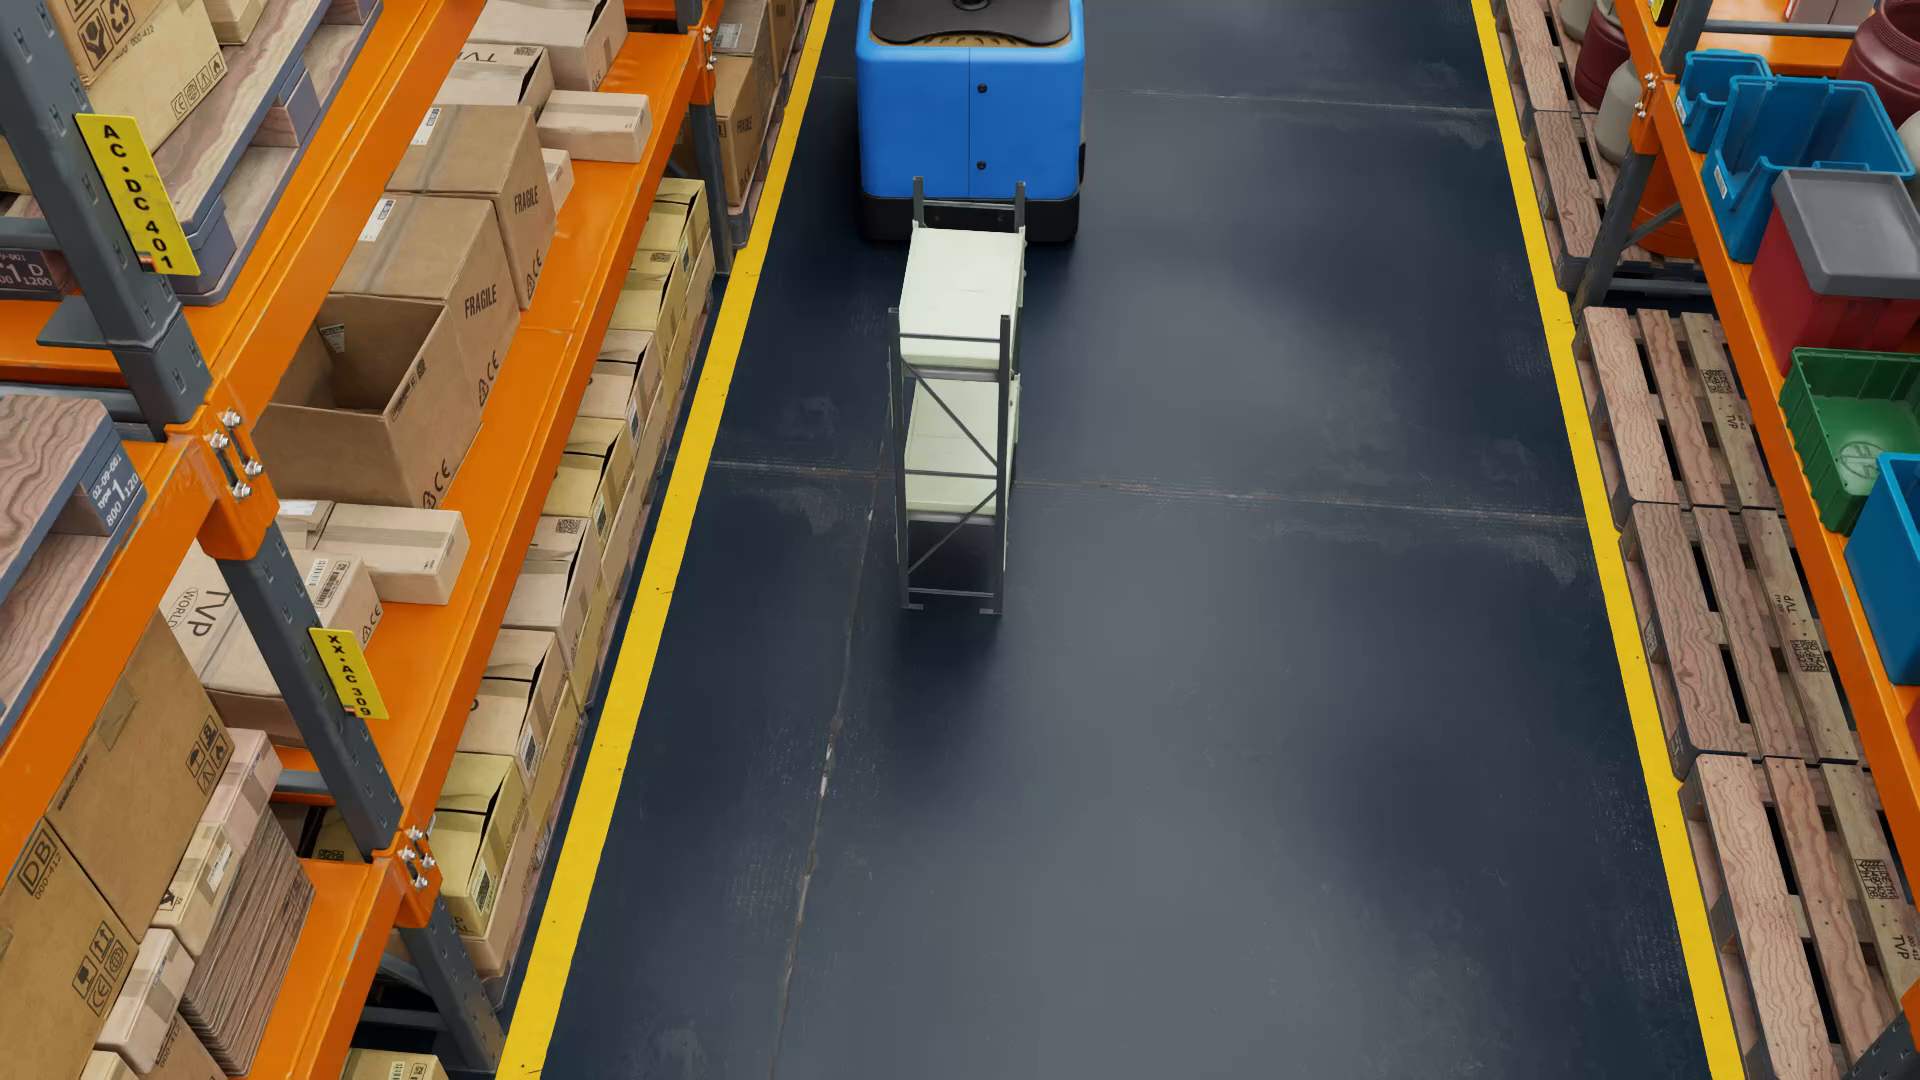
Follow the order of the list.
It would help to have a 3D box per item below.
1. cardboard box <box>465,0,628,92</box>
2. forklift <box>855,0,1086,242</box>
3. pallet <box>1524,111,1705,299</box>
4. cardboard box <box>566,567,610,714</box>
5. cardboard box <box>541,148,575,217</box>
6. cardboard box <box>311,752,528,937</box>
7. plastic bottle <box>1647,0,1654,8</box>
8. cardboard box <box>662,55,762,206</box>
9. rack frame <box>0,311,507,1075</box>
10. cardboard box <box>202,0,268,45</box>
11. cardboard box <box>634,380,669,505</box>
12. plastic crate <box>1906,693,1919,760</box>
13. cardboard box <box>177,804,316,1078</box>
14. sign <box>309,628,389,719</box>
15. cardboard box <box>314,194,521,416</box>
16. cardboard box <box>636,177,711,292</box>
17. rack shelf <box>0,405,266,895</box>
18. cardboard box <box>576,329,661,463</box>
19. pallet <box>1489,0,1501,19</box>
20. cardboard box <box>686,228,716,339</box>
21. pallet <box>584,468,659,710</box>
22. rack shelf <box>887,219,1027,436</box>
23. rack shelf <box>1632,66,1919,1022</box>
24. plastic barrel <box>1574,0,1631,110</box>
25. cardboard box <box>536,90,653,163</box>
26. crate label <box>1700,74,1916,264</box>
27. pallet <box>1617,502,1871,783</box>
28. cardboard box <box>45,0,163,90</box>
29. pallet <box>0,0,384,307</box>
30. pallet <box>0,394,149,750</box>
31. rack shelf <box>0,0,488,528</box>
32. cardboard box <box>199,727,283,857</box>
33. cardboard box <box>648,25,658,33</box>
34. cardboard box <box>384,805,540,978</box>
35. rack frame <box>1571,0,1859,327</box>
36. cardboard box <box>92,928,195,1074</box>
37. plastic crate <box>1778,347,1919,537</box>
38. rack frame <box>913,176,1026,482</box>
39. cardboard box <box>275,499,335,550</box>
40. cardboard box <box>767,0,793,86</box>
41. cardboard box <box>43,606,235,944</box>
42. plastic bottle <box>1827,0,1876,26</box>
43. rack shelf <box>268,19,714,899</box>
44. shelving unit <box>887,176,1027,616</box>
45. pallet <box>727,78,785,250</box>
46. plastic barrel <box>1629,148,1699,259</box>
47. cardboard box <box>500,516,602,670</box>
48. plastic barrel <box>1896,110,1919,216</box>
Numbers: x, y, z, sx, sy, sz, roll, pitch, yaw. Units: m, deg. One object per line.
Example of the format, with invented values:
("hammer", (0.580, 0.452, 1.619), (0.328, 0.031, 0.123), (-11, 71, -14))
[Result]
("cardboard box", (-1.665, -2.052, 6.681), (0.500, 0.311, 0.500), (7, 48, 6))
("forklift", (0.075, -3.495, 7.987), (1.130, 2.935, 3.031), (1, 48, 1))
("pallet", (3.374, -1.652, 8.144), (1.003, 0.211, 1.213), (4, 48, 4))
("cardboard box", (-1.578, 0.343, 6.008), (0.500, 0.250, 0.500), (3, 48, 2))
("cardboard box", (-1.649, -1.321, 6.122), (0.380, 0.149, 0.250), (7, 48, 6))
("cardboard box", (-1.668, 0.903, 5.116), (0.500, 0.311, 0.500), (4, 48, 4))
("plastic bottle", (2.984, -2.353, 7.030), (0.097, 0.201, 0.097), (0, 48, 0))
("cardboard box", (-1.263, -1.967, 7.938), (0.500, 0.500, 0.500), (6, 48, 5))
("rack frame", (-1.953, 0.593, 4.201), (1.000, 3.000, 0.127), (4, 48, 4))
("cardboard box", (-1.840, -1.367, 3.777), (0.500, 0.250, 0.500), (0, 48, 0))
("cardboard box", (-1.486, -0.409, 6.696), (0.500, 0.250, 0.500), (5, 48, 4))
("plastic crate", (2.718, 0.531, 4.215), (0.402, 0.464, 0.583), (4, 48, 4))
("cardboard box", (-1.988, 0.885, 3.866), (0.700, 0.500, 0.500), (3, 48, 3))
("sign", (-1.401, 0.310, 3.819), (0.100, 0.325, 0.005), (4, 48, 4))
("cardboard box", (-1.773, -0.759, 5.370), (0.500, 0.500, 0.500), (4, 48, 4))
("cardboard box", (-1.391, -1.348, 7.175), (0.500, 0.311, 0.500), (5, 48, 5))
("rack shelf", (-2.136, 1.293, 2.015), (1.077, 0.370, 4.000), (4, 48, 4))
("cardboard box", (-1.481, -0.595, 6.486), (0.500, 0.311, 0.500), (4, 48, 3))
("pallet", (3.596, -3.445, 9.784), (1.003, 0.211, 1.213), (4, 48, 4))
("cardboard box", (-1.394, -1.157, 7.380), (0.500, 0.250, 0.500), (5, 48, 4))
("pallet", (-1.816, 0.091, 6.550), (1.003, 0.211, 1.213), (4, 48, 4))
("rack shelf", (-0.001, -0.765, 5.930), (0.431, 0.370, 0.720), (4, 48, 4))
("rack shelf", (3.161, -0.298, 5.504), (1.077, 0.370, 4.000), (4, 48, 4))
("plastic barrel", (3.474, -2.529, 8.406), (0.600, 0.588, 0.708), (4, 48, 4))
("cardboard box", (-1.396, -1.582, 6.361), (0.380, 0.149, 0.250), (4, 48, 4))
("crate label", (2.984, -1.311, 5.918), (0.502, 0.435, 0.616), (4, 48, 4))
("pallet", (3.121, 0.391, 6.275), (1.003, 0.211, 1.213), (4, 48, 4))
("cardboard box", (-1.858, -1.214, 3.130), (0.500, 0.500, 0.500), (4, 48, 4))
("pallet", (-1.886, -1.004, 3.758), (0.805, 0.209, 1.217), (2, 48, 2))
("pallet", (-2.005, 0.239, 2.552), (1.003, 0.211, 1.213), (4, 48, 4))
("rack shelf", (-1.771, -1.647, 4.704), (1.077, 0.370, 4.000), (4, 48, 4))
("cardboard box", (-1.765, 0.554, 3.729), (0.380, 0.149, 0.250), (4, 48, 3))
("cardboard box", (-1.737, -2.355, 8.293), (0.500, 0.500, 0.500), (6, 48, 5))
("cardboard box", (-1.670, 1.099, 5.317), (0.500, 0.250, 0.500), (3, 48, 3))
("rack frame", (3.344, -2.011, 6.582), (1.000, 3.000, 0.127), (4, 48, 4))
("cardboard box", (-1.811, 0.928, 3.387), (0.380, 0.149, 0.250), (3, 48, 2))
("plastic crate", (2.857, -0.299, 5.160), (0.450, 0.188, 0.662), (4, 48, 4))
("rack frame", (0.033, -0.770, 6.464), (0.400, 1.500, 0.023), (4, 48, 4))
("cardboard box", (-2.056, -0.020, 4.853), (0.396, 0.266, 0.258), (3, 48, 3))
("cardboard box", (-1.170, -2.720, 8.627), (0.500, 0.500, 0.500), (3, 48, 3))
("cardboard box", (-1.988, 0.448, 3.387), (0.700, 0.500, 0.500), (4, 48, 4))
("plastic bottle", (3.705, -2.265, 6.899), (0.152, 0.276, 0.135), (4, 48, 4))
("rack shelf", (-1.771, -0.634, 5.811), (1.077, 0.370, 4.000), (4, 48, 4))
("shelving unit", (-0.001, -0.501, 6.218), (0.431, 1.500, 0.755), (4, 48, 4))
("pallet", (-1.483, -1.952, 8.418), (1.003, 0.211, 1.213), (4, 48, 4))
("plastic barrel", (3.371, -1.781, 7.558), (0.600, 0.830, 0.708), (4, 48, 4))
("cardboard box", (-1.571, 0.155, 5.800), (0.500, 0.311, 0.500), (2, 48, 2))
("plastic barrel", (3.463, -1.278, 5.836), (0.421, 0.512, 0.421), (0, 48, 0))
